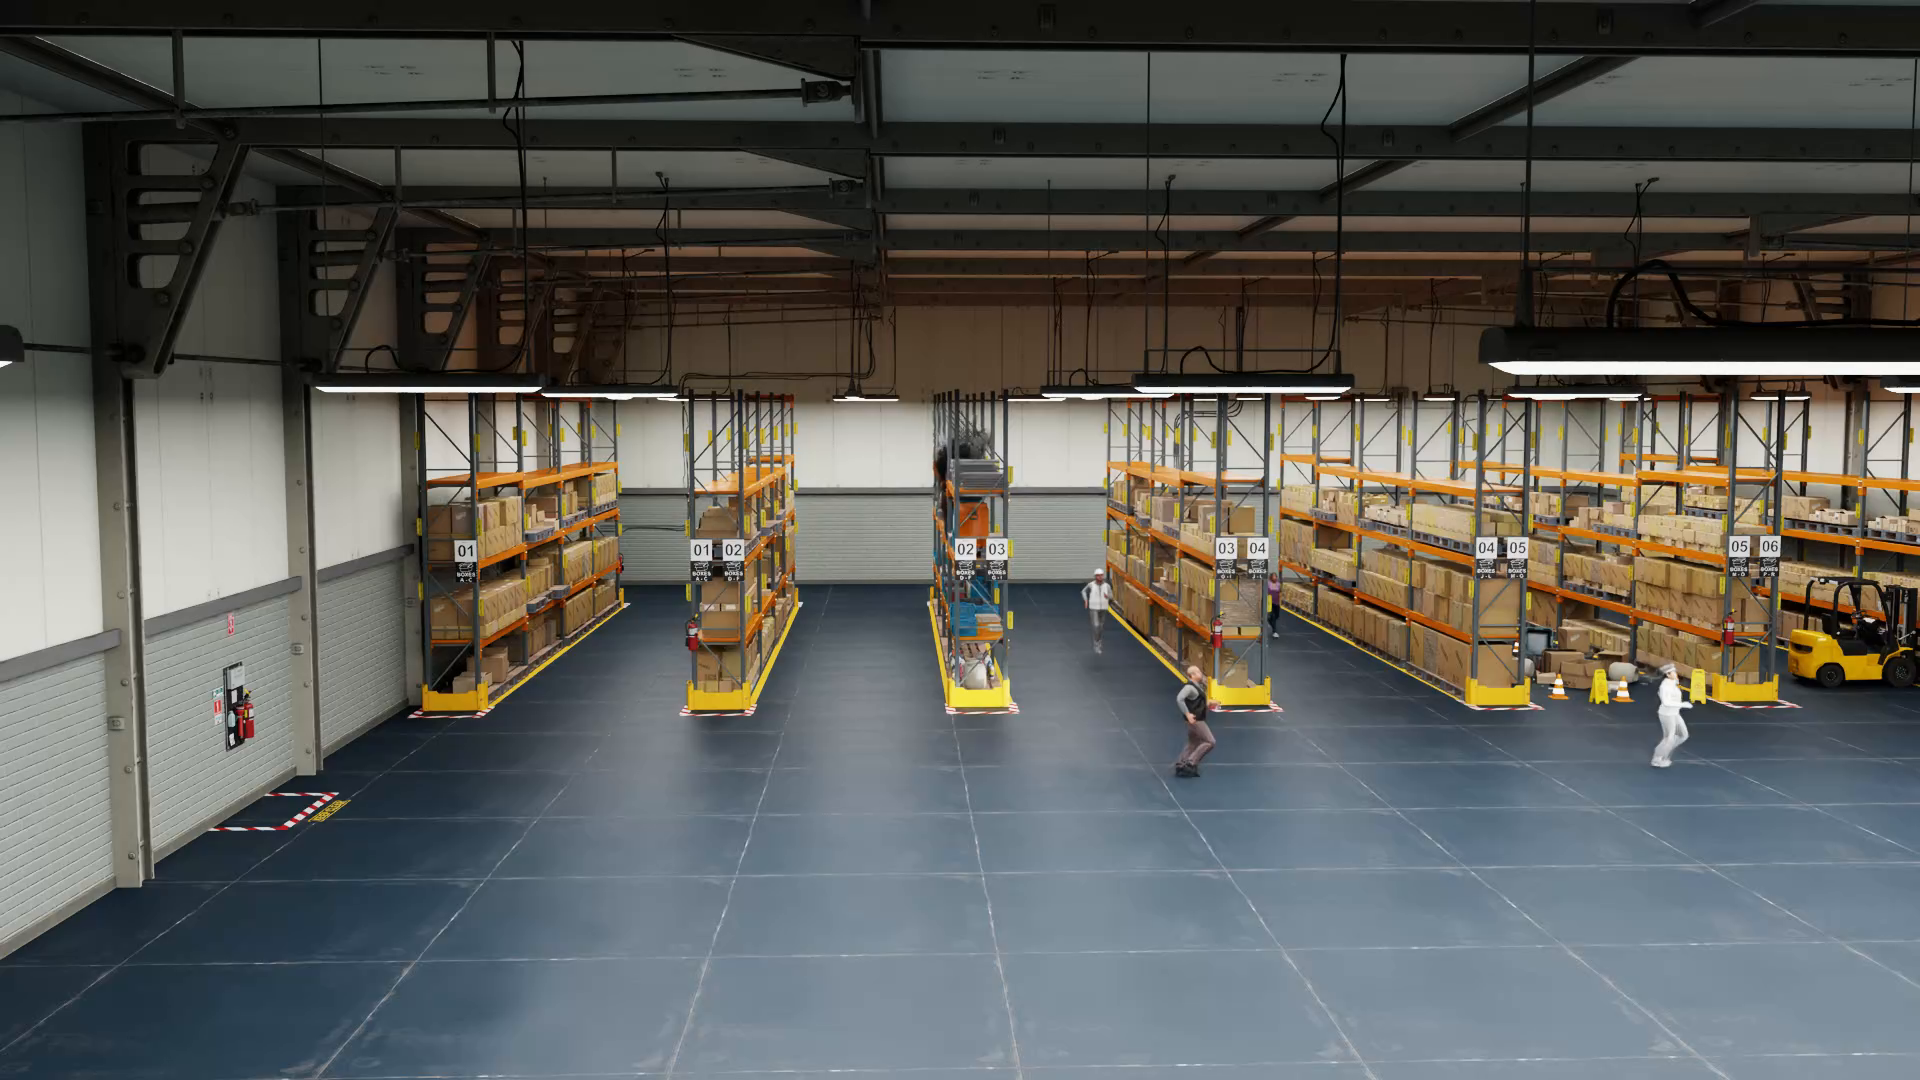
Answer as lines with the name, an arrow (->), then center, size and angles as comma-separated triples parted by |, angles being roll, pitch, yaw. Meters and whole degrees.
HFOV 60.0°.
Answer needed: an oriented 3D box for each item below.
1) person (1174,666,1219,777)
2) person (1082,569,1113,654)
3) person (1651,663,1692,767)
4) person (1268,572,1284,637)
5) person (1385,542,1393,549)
person -> 3.635, 2.784, 25.536 | 0.683, 1.703, 0.633 | 1, 5, 11
person -> 3.055, 1.551, 36.636 | 0.633, 1.843, 0.771 | -1, 5, -13
person -> 11.214, 2.750, 26.144 | 0.598, 1.656, 0.591 | 3, 6, 34
person -> 7.719, 1.575, 41.066 | 0.538, 1.576, 0.804 | -1, 5, -6
person -> 12.810, 0.846, 49.314 | 0.708, 1.760, 0.722 | 1, 5, 12
